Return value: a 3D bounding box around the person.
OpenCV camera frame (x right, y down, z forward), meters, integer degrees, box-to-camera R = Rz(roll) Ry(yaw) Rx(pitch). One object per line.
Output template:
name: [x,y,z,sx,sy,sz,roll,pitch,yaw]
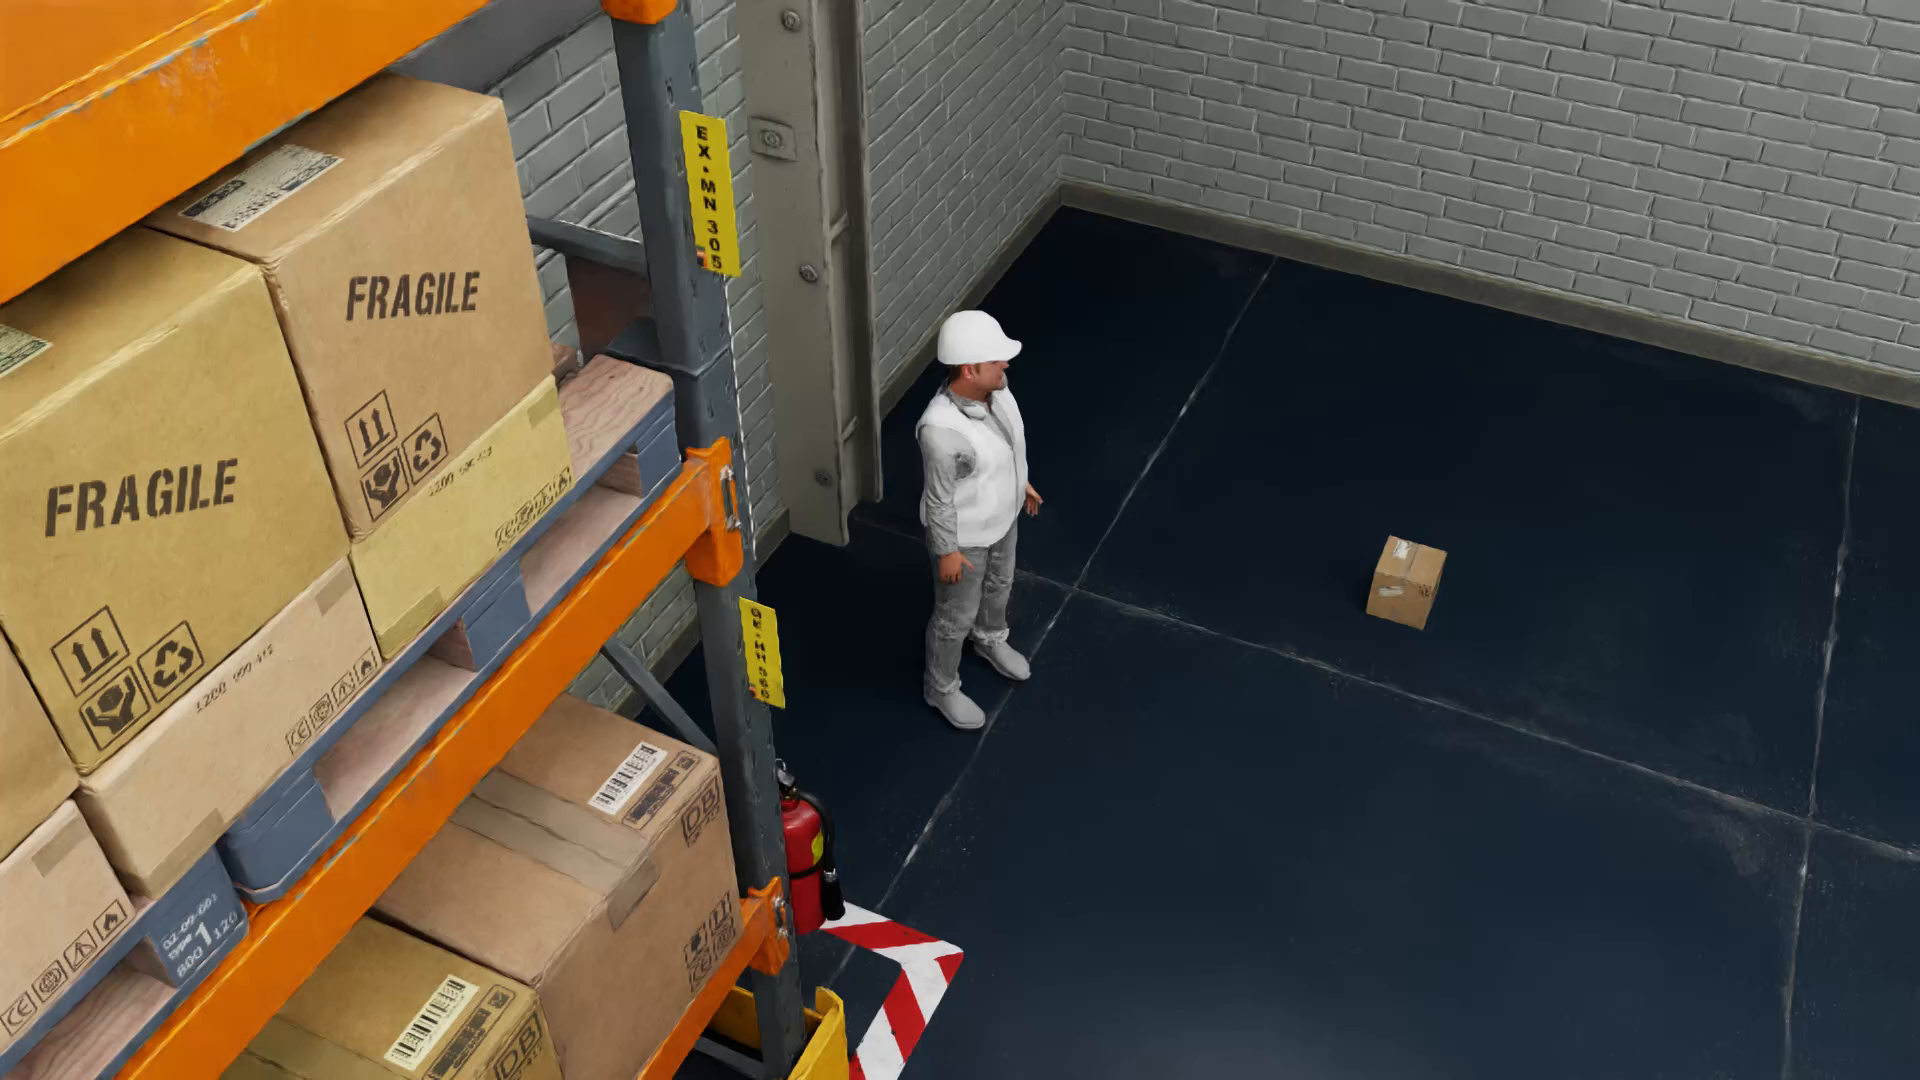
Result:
person: [0.063,-0.088,6.205,0.395,1.779,0.567,18,45,19]
